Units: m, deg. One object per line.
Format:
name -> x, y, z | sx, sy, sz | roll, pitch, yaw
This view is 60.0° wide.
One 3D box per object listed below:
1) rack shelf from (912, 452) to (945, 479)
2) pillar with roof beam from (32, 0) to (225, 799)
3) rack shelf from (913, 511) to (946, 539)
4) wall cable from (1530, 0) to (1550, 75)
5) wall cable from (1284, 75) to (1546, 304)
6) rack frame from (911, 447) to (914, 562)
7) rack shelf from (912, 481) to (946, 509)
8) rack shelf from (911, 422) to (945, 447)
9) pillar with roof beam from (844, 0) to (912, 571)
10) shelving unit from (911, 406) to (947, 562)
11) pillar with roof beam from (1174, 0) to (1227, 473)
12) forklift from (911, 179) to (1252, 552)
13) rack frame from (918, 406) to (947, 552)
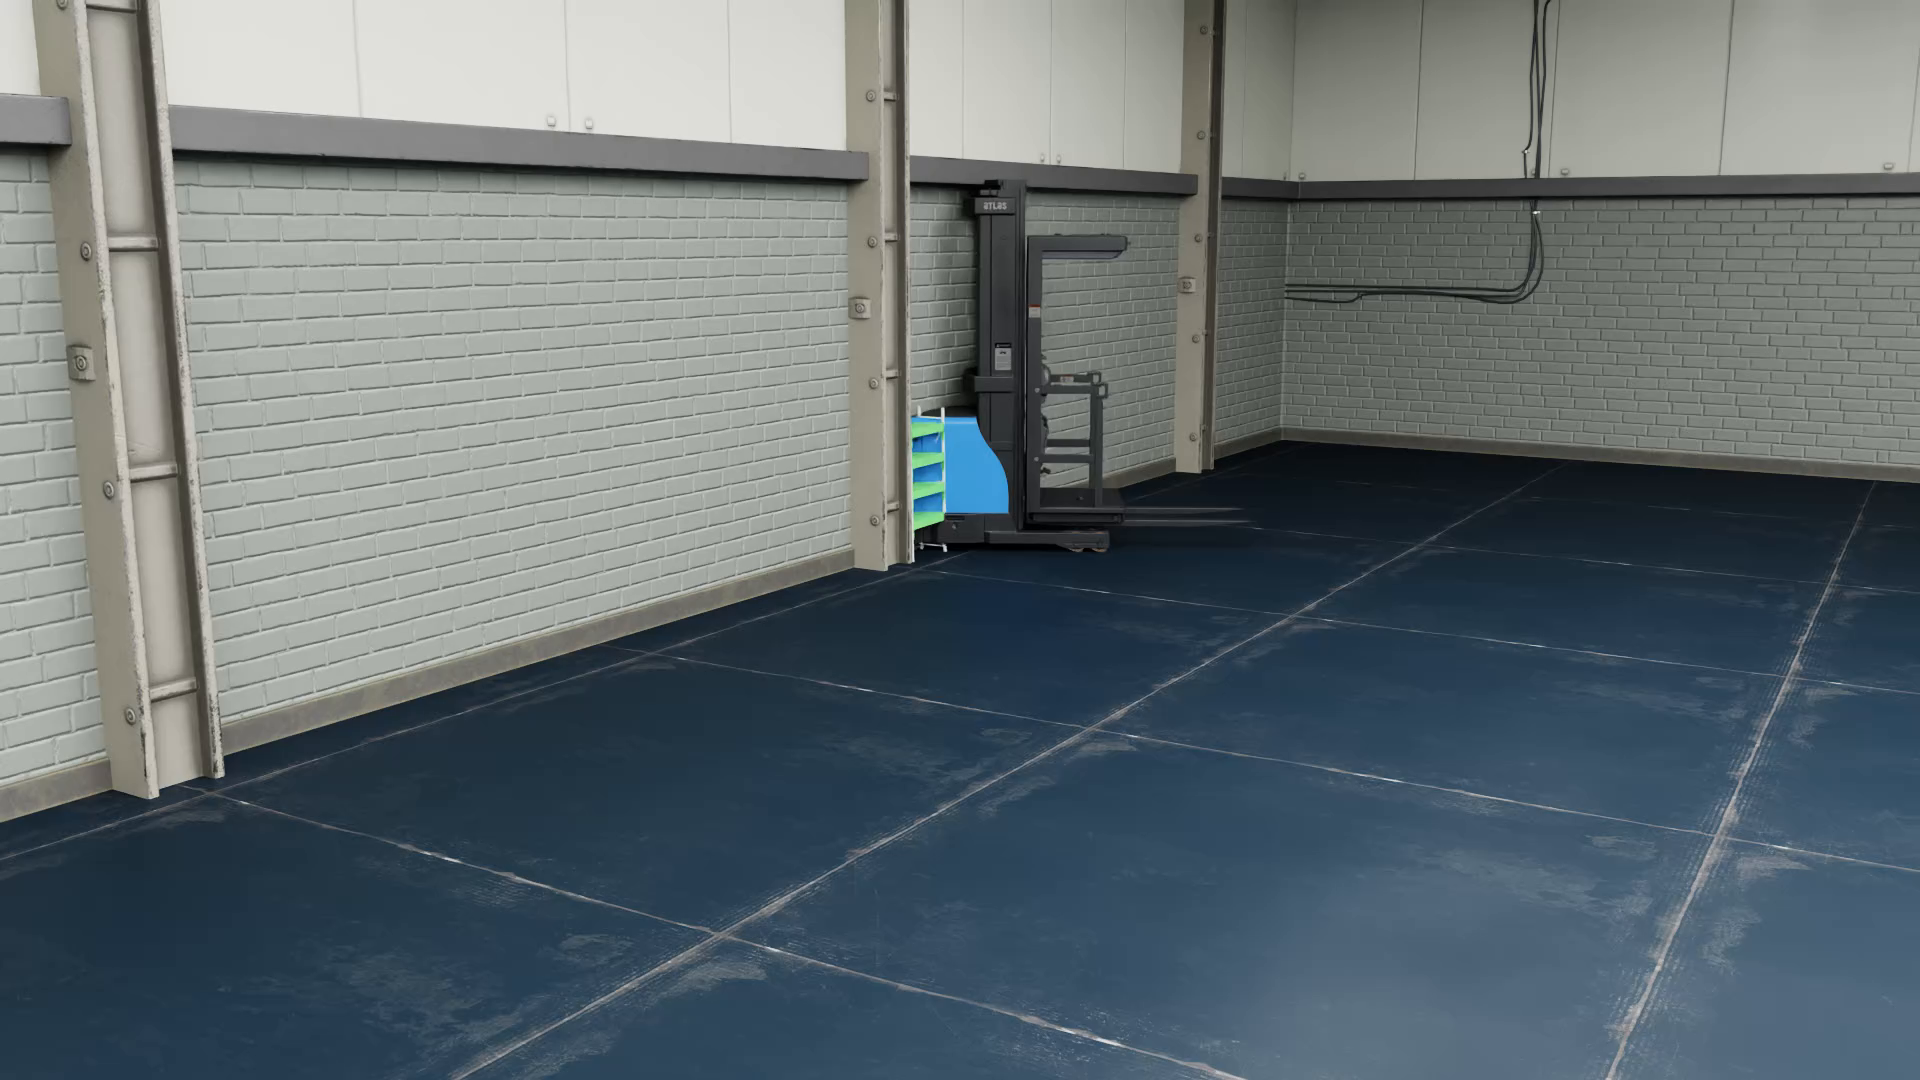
rack shelf -> -0.350, -0.599, 13.086 | 0.258, 0.148, 0.480 | 6, 13, 30
pillar with roof beam -> -0.041, -2.878, 4.784 | 9.100, 9.000, 0.400 | 6, 12, 31
rack shelf -> -0.343, -0.128, 13.179 | 0.258, 0.148, 0.480 | 6, 13, 30
wall cable -> 7.482, -6.211, 17.303 | 3.097, 2.526, 0.112 | 6, 12, 31
wall cable -> 5.170, -3.987, 19.148 | 3.097, 2.526, 0.112 | 6, 12, 31
rack frame -> -0.473, -0.383, 12.915 | 0.240, 1.200, 0.015 | 6, 13, 30
rack shelf -> -0.347, -0.363, 13.133 | 0.258, 0.148, 0.480 | 6, 13, 30
rack shelf -> -0.354, -0.834, 13.039 | 0.258, 0.148, 0.480 | 6, 13, 30
pillar with roof beam -> 3.074, -3.821, 9.825 | 9.100, 9.000, 0.400 | 6, 12, 31
shelving unit -> -0.348, -0.426, 13.120 | 0.258, 1.200, 0.503 | 6, 13, 30
pillar with roof beam -> 6.189, -4.765, 14.865 | 9.100, 9.000, 0.400 | 6, 12, 31
forklift -> 0.857, -1.441, 13.600 | 3.031, 2.935, 1.130 | 0, 11, 2
rack frame -> -0.223, -0.469, 13.325 | 0.240, 1.200, 0.015 | 6, 13, 30
